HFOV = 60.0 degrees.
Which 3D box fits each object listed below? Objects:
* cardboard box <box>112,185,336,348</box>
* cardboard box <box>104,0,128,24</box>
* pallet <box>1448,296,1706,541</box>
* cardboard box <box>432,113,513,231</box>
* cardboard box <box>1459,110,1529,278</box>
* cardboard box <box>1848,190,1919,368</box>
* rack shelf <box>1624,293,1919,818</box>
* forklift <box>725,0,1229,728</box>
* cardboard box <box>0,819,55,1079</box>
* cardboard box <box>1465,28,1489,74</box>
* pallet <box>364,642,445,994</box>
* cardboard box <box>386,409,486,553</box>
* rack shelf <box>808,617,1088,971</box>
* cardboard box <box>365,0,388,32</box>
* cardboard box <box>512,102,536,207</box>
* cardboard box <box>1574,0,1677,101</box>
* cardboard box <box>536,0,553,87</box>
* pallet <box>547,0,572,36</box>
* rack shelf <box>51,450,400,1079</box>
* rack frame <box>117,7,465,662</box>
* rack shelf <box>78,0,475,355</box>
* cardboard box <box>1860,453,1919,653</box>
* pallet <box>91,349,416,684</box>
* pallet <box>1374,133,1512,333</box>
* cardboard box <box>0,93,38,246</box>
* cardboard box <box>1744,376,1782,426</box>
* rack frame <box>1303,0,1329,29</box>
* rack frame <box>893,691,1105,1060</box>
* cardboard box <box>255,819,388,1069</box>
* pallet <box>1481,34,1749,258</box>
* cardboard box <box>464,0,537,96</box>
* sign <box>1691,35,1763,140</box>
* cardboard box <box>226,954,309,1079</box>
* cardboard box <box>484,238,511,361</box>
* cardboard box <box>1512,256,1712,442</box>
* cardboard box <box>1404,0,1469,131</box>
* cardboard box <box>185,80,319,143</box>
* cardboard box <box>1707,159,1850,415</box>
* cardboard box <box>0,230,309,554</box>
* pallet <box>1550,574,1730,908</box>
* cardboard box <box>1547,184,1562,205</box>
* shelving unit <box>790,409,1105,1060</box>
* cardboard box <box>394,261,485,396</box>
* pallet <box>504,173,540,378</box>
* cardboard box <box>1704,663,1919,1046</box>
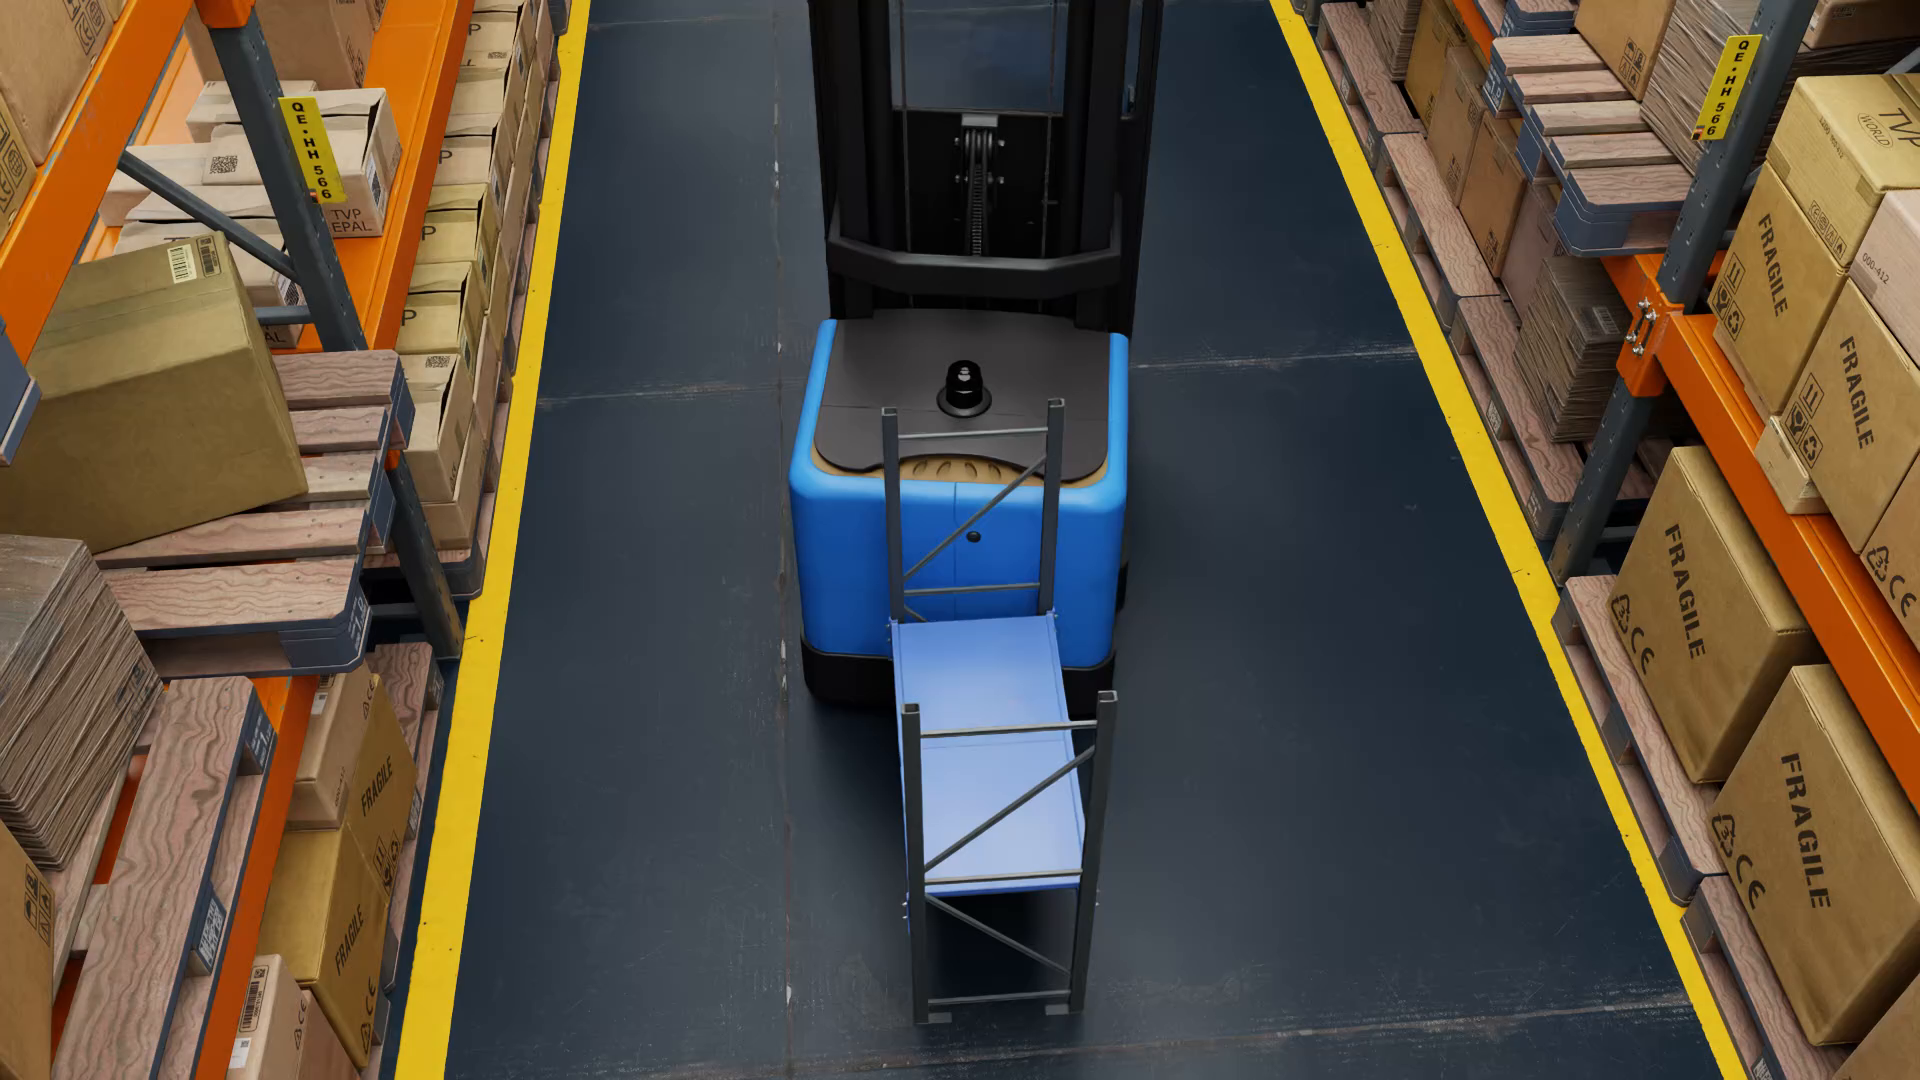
[{"bbox_3d":[-2.247,-0.857,5.057,0.500,0.311,0.500,-1,47,-1],"label":"cardboard box"},{"bbox_3d":[-2.190,-1.374,3.351,0.910,0.500,0.500,-3,47,-3],"label":"cardboard box"},{"bbox_3d":[2.612,-0.532,6.609,1.003,0.211,1.213,-3,47,-3],"label":"pallet"},{"bbox_3d":[-2.147,-1.531,6.852,0.500,0.311,0.500,-4,47,-4],"label":"cardboard box"},{"bbox_3d":[2.567,-1.473,6.997,0.700,0.500,0.500,-4,47,-4],"label":"cardboard box"},{"bbox_3d":[2.503,-0.594,3.943,0.500,0.250,0.500,-4,47,-4],"label":"cardboard box"},{"bbox_3d":[2.844,0.769,3.951,1.077,0.370,4.000,-3,47,-3],"label":"rack shelf"},{"bbox_3d":[0.295,-1.454,5.608,1.130,2.935,3.031,17,49,15],"label":"forklift"},{"bbox_3d":[-2.134,0.819,3.050,0.700,0.500,0.500,-14,48,-13],"label":"cardboard box"},{"bbox_3d":[2.507,-2.143,7.116,0.500,0.250,0.500,-5,47,-4],"label":"cardboard box"},{"bbox_3d":[-2.235,0.880,5.272,1.003,0.211,1.213,-3,47,-3],"label":"pallet"},{"bbox_3d":[-2.011,-0.218,5.995,0.500,0.250,0.500,-4,47,-3],"label":"cardboard box"},{"bbox_3d":[-0.058,0.700,4.802,0.538,0.185,1.000,-13,48,-12],"label":"rack shelf"},{"bbox_3d":[-2.461,-2.250,6.246,0.500,0.500,0.500,-3,47,-3],"label":"cardboard box"},{"bbox_3d":[-2.187,-1.696,7.395,0.500,0.250,0.500,-3,47,-2],"label":"cardboard box"},{"bbox_3d":[2.553,-1.853,5.568,0.700,0.500,0.500,-7,47,-7],"label":"cardboard box"},{"bbox_3d":[-2.271,-2.432,8.092,0.500,0.250,0.500,-4,47,-4],"label":"cardboard box"},{"bbox_3d":[-2.620,-3.135,9.074,1.003,0.211,1.213,-3,47,-3],"label":"pallet"},{"bbox_3d":[-2.092,1.073,3.664,1.077,0.370,4.000,-3,47,-3],"label":"rack shelf"},{"bbox_3d":[-2.260,-0.622,4.773,1.000,3.000,0.127,-3,47,-3],"label":"rack frame"},{"bbox_3d":[-2.427,-1.821,6.405,1.077,0.370,4.000,-3,47,-3],"label":"rack shelf"},{"bbox_3d":[2.537,0.036,3.862,0.500,0.500,0.500,-4,47,-3],"label":"cardboard box"},{"bbox_3d":[-2.133,-0.070,4.382,1.213,0.211,1.003,-3,47,-3],"label":"pallet"},{"bbox_3d":[2.513,-1.413,7.443,1.003,0.211,1.213,-3,47,-3],"label":"pallet"},{"bbox_3d":[-2.104,-0.629,2.645,0.910,0.500,0.500,-3,47,-3],"label":"cardboard box"},{"bbox_3d":[2.485,-0.411,4.733,0.380,0.149,0.250,-3,47,-3],"label":"cardboard box"},{"bbox_3d":[2.341,-3.820,7.802,1.000,3.000,0.127,-3,47,-3],"label":"rack frame"},{"bbox_3d":[0.092,0.928,4.338,0.500,1.500,0.032,-13,48,-12],"label":"rack frame"},{"bbox_3d":[-1.905,1.123,4.539,0.500,0.500,0.500,-5,47,-5],"label":"cardboard box"},{"bbox_3d":[2.510,-1.369,5.613,1.213,0.211,1.003,-3,47,-3],"label":"pallet"},{"bbox_3d":[-2.225,-2.256,7.539,0.500,0.311,0.500,-2,47,-2],"label":"cardboard box"},{"bbox_3d":[2.136,-1.257,4.631,0.100,0.325,0.005,-3,47,-3],"label":"sign"},{"bbox_3d":[-1.849,1.271,3.882,0.500,0.250,0.500,-4,47,-4],"label":"cardboard box"},{"bbox_3d":[-2.104,-0.957,6.695,0.500,0.250,0.500,-5,47,-4],"label":"cardboard box"},{"bbox_3d":[2.564,-0.735,6.299,0.700,0.500,0.500,-3,47,-3],"label":"cardboard box"},{"bbox_3d":[2.513,-2.209,7.695,0.700,0.500,0.500,-4,47,-4],"label":"cardboard box"},{"bbox_3d":[-2.423,-1.455,5.735,0.380,0.149,0.250,0,47,0],"label":"cardboard box"},{"bbox_3d":[2.462,-0.702,4.562,0.500,0.500,0.500,-2,47,-2],"label":"cardboard box"},{"bbox_3d":[-2.095,-0.352,4.159,0.700,0.500,0.500,-18,49,-16],"label":"cardboard box"},{"bbox_3d":[2.667,0.608,5.529,1.003,0.211,1.213,-3,47,-3],"label":"pallet"},{"bbox_3d":[2.579,-1.409,6.421,0.500,0.250,0.500,-3,47,-3],"label":"cardboard box"},{"bbox_3d":[-0.058,0.576,4.672,0.538,1.500,1.048,-13,48,-12],"label":"shelving unit"},{"bbox_3d":[-2.063,-0.790,6.150,0.500,0.311,0.500,-5,47,-4],"label":"cardboard box"},{"bbox_3d":[-2.389,-1.142,7.186,1.003,0.211,1.213,-3,47,-3],"label":"pallet"},{"bbox_3d":[2.674,0.843,4.577,0.750,0.750,0.750,-4,47,-3],"label":"cardboard box"}]
